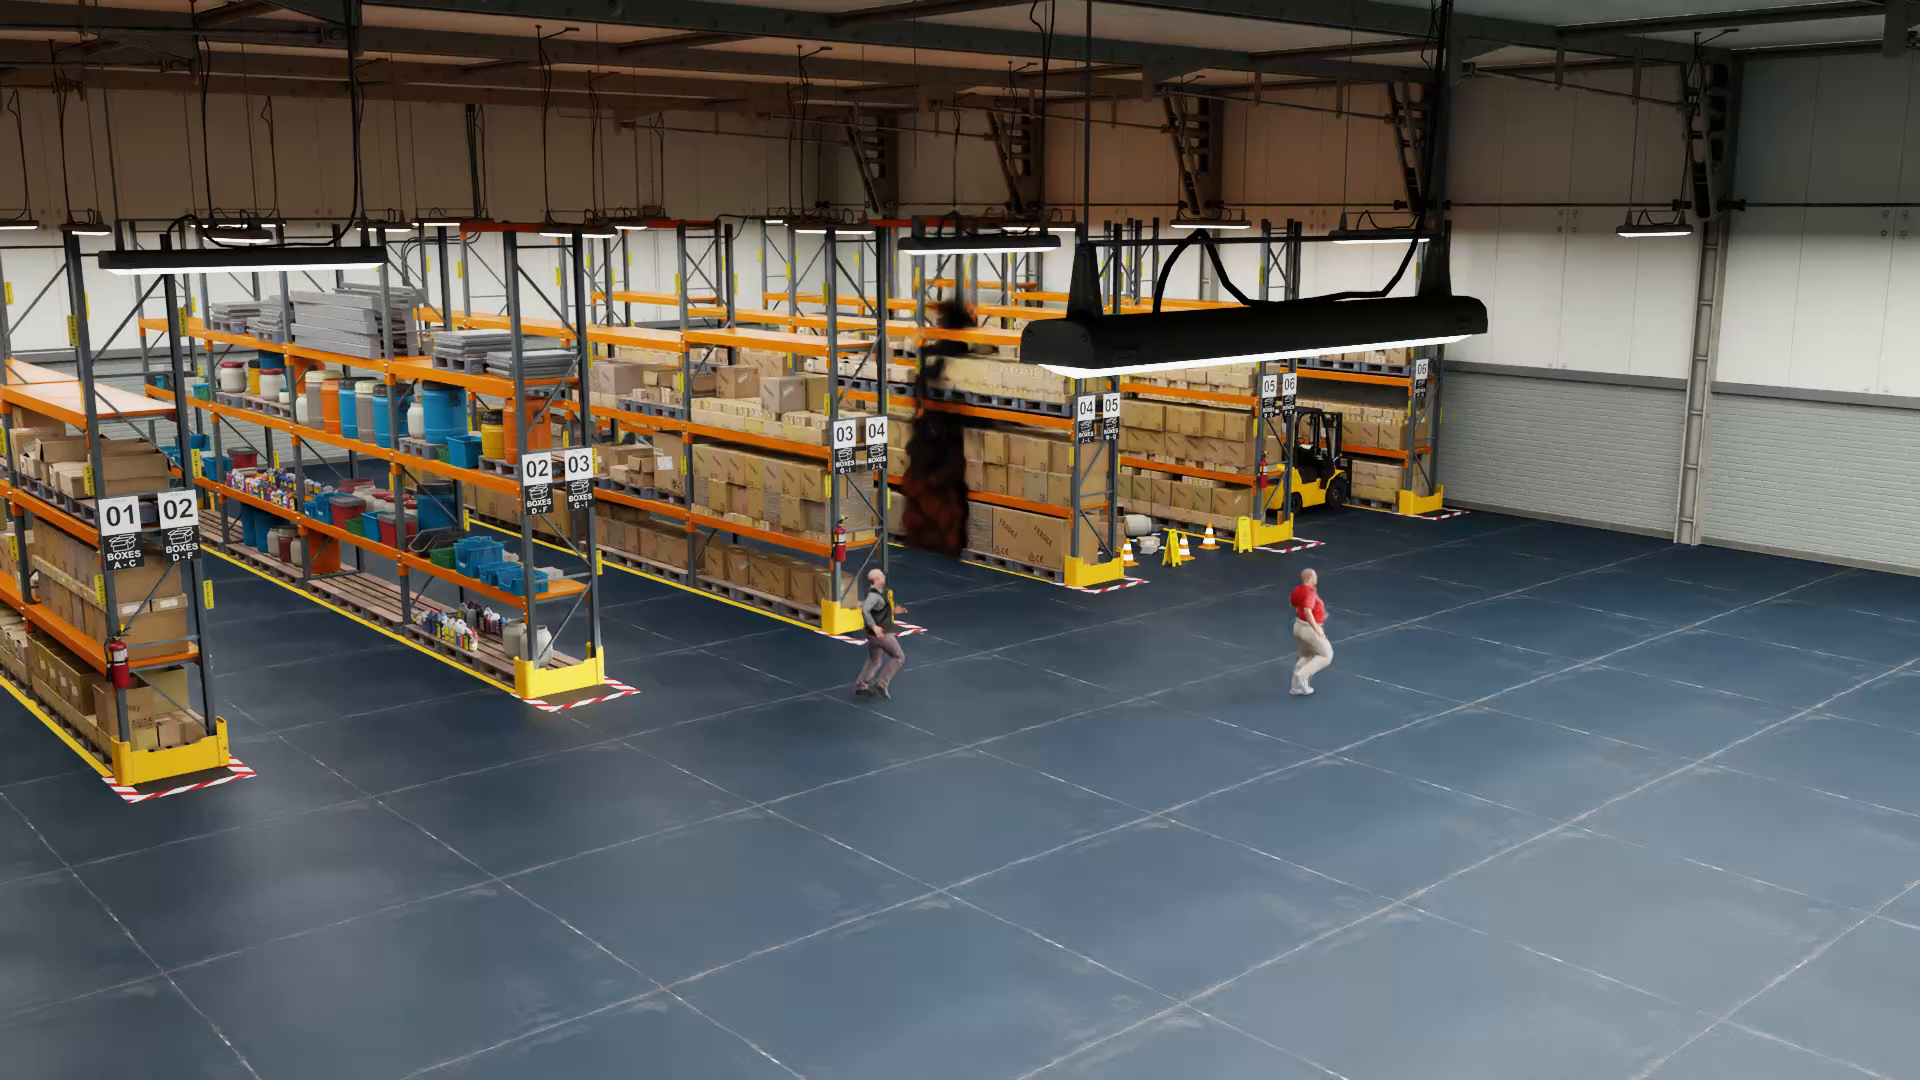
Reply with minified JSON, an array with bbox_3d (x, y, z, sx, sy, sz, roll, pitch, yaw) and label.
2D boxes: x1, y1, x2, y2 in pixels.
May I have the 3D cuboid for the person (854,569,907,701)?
[{"bbox_3d":[-1.027,1.223,21.491,0.703,1.724,0.630,-3,12,-14],"label":"person"}]

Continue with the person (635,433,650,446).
[{"bbox_3d":[-8.138,-2.921,41.754,0.659,1.785,0.966,10,15,42],"label":"person"}]

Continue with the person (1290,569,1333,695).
[{"bbox_3d":[4.589,1.191,21.676,0.592,1.676,0.652,-4,12,-20],"label":"person"}]

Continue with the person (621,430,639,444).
[{"bbox_3d":[-8.283,-2.818,41.339,0.747,1.791,0.725,0,11,-1],"label":"person"}]
